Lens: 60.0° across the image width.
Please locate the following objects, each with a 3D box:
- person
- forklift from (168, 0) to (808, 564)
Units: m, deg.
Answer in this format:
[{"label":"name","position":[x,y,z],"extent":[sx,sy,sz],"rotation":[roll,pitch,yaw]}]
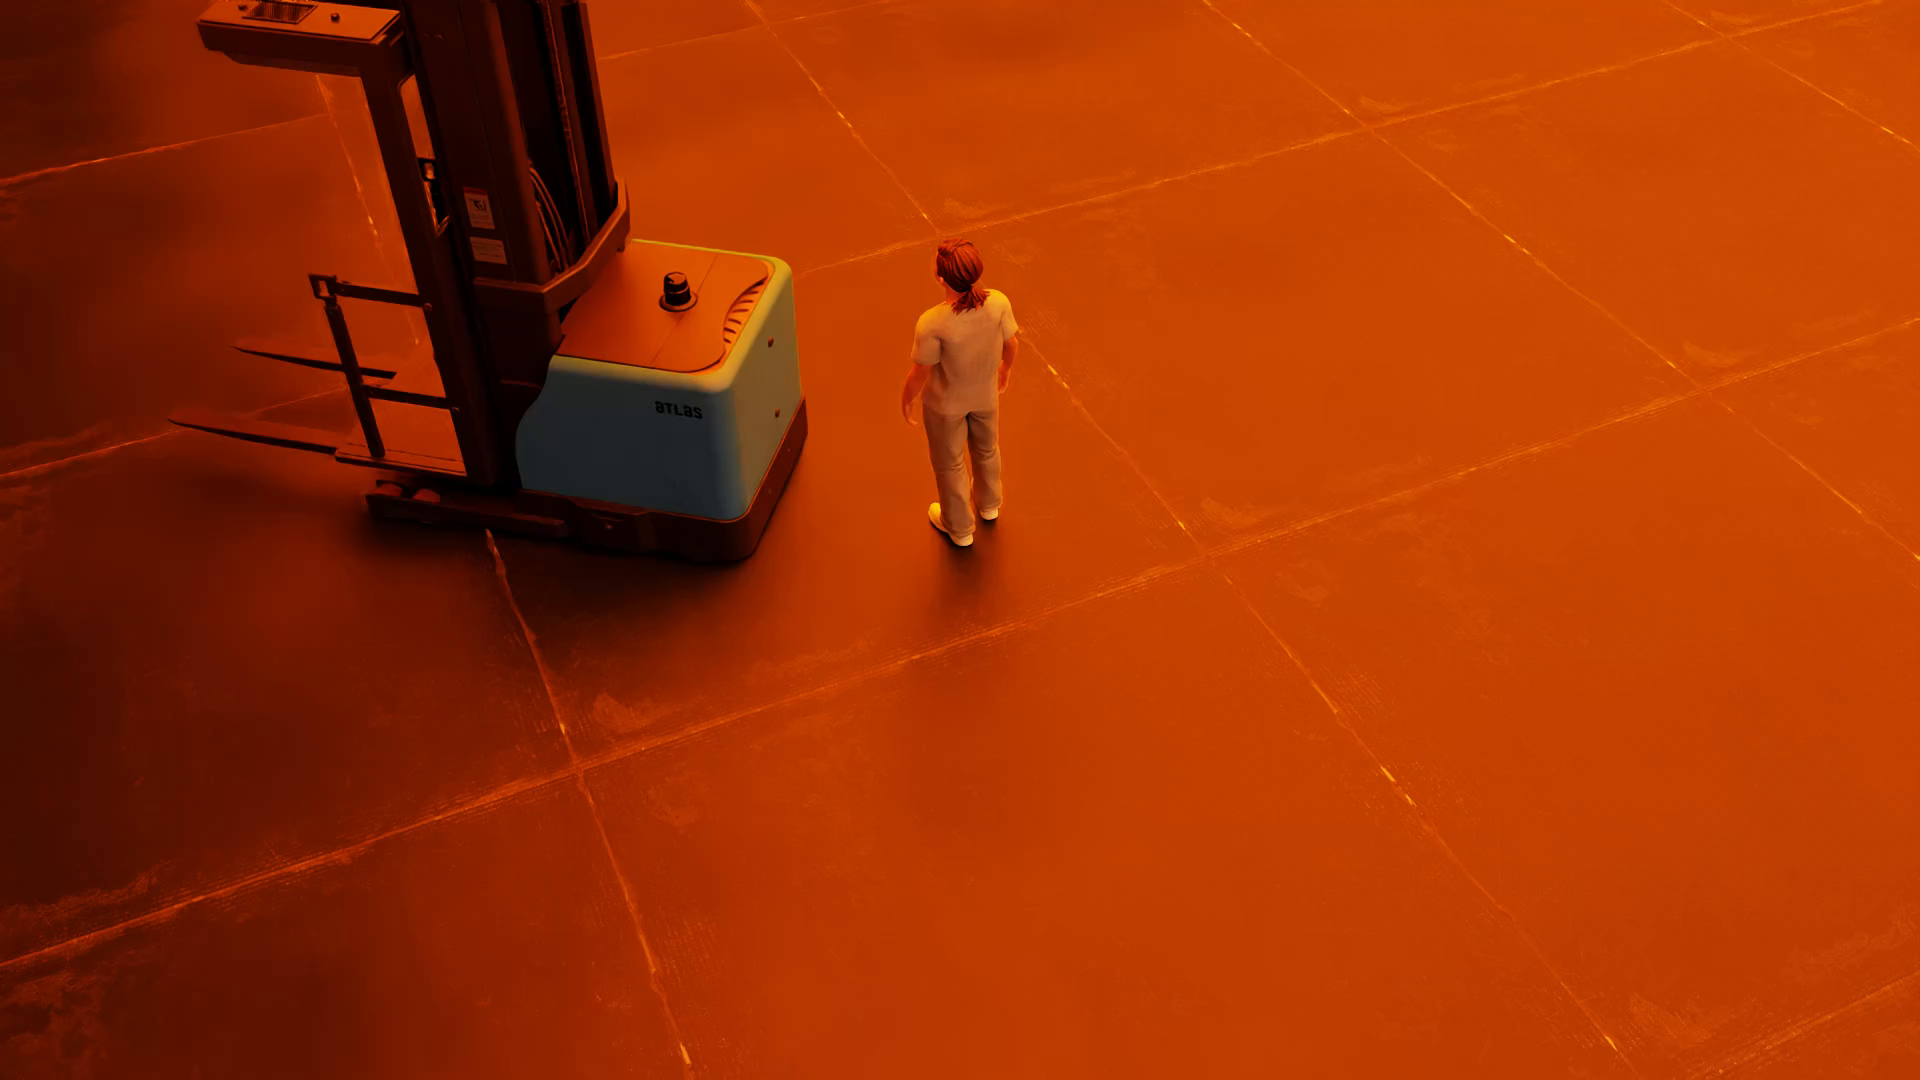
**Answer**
[{"label":"person","position":[-0.018,-0.662,7.310],"extent":[0.549,1.658,0.548],"rotation":[-18,46,-18]},{"label":"forklift","position":[-2.331,-1.490,7.277],"extent":[3.031,2.935,1.130],"rotation":[9,44,9]}]
